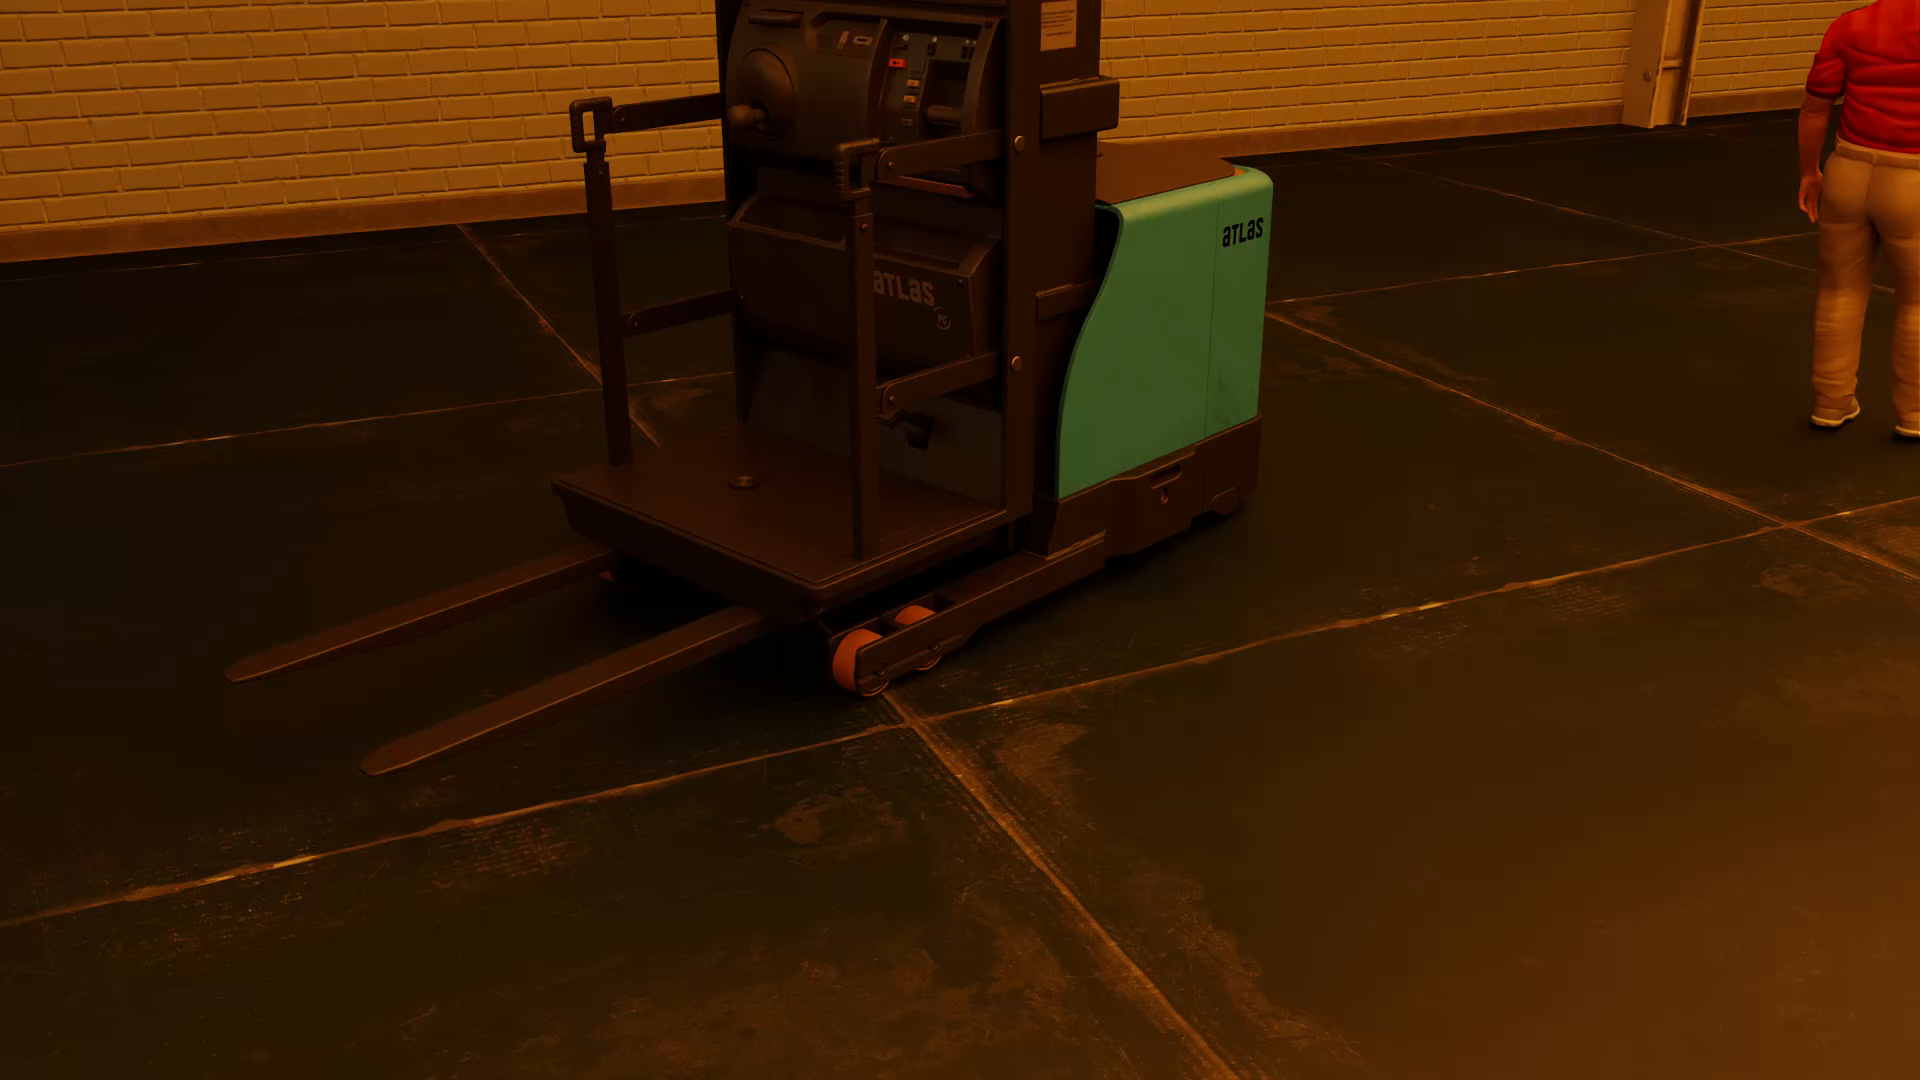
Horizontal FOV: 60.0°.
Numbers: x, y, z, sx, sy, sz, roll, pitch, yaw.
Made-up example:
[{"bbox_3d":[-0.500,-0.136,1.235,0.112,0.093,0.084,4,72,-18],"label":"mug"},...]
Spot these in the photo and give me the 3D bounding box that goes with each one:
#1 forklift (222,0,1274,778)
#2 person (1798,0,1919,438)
[{"bbox_3d":[-0.413,-1.182,4.131,1.130,2.935,3.031,19,29,39],"label":"forklift"},{"bbox_3d":[3.273,-1.231,5.798,0.551,1.727,0.638,-18,29,-37],"label":"person"}]
